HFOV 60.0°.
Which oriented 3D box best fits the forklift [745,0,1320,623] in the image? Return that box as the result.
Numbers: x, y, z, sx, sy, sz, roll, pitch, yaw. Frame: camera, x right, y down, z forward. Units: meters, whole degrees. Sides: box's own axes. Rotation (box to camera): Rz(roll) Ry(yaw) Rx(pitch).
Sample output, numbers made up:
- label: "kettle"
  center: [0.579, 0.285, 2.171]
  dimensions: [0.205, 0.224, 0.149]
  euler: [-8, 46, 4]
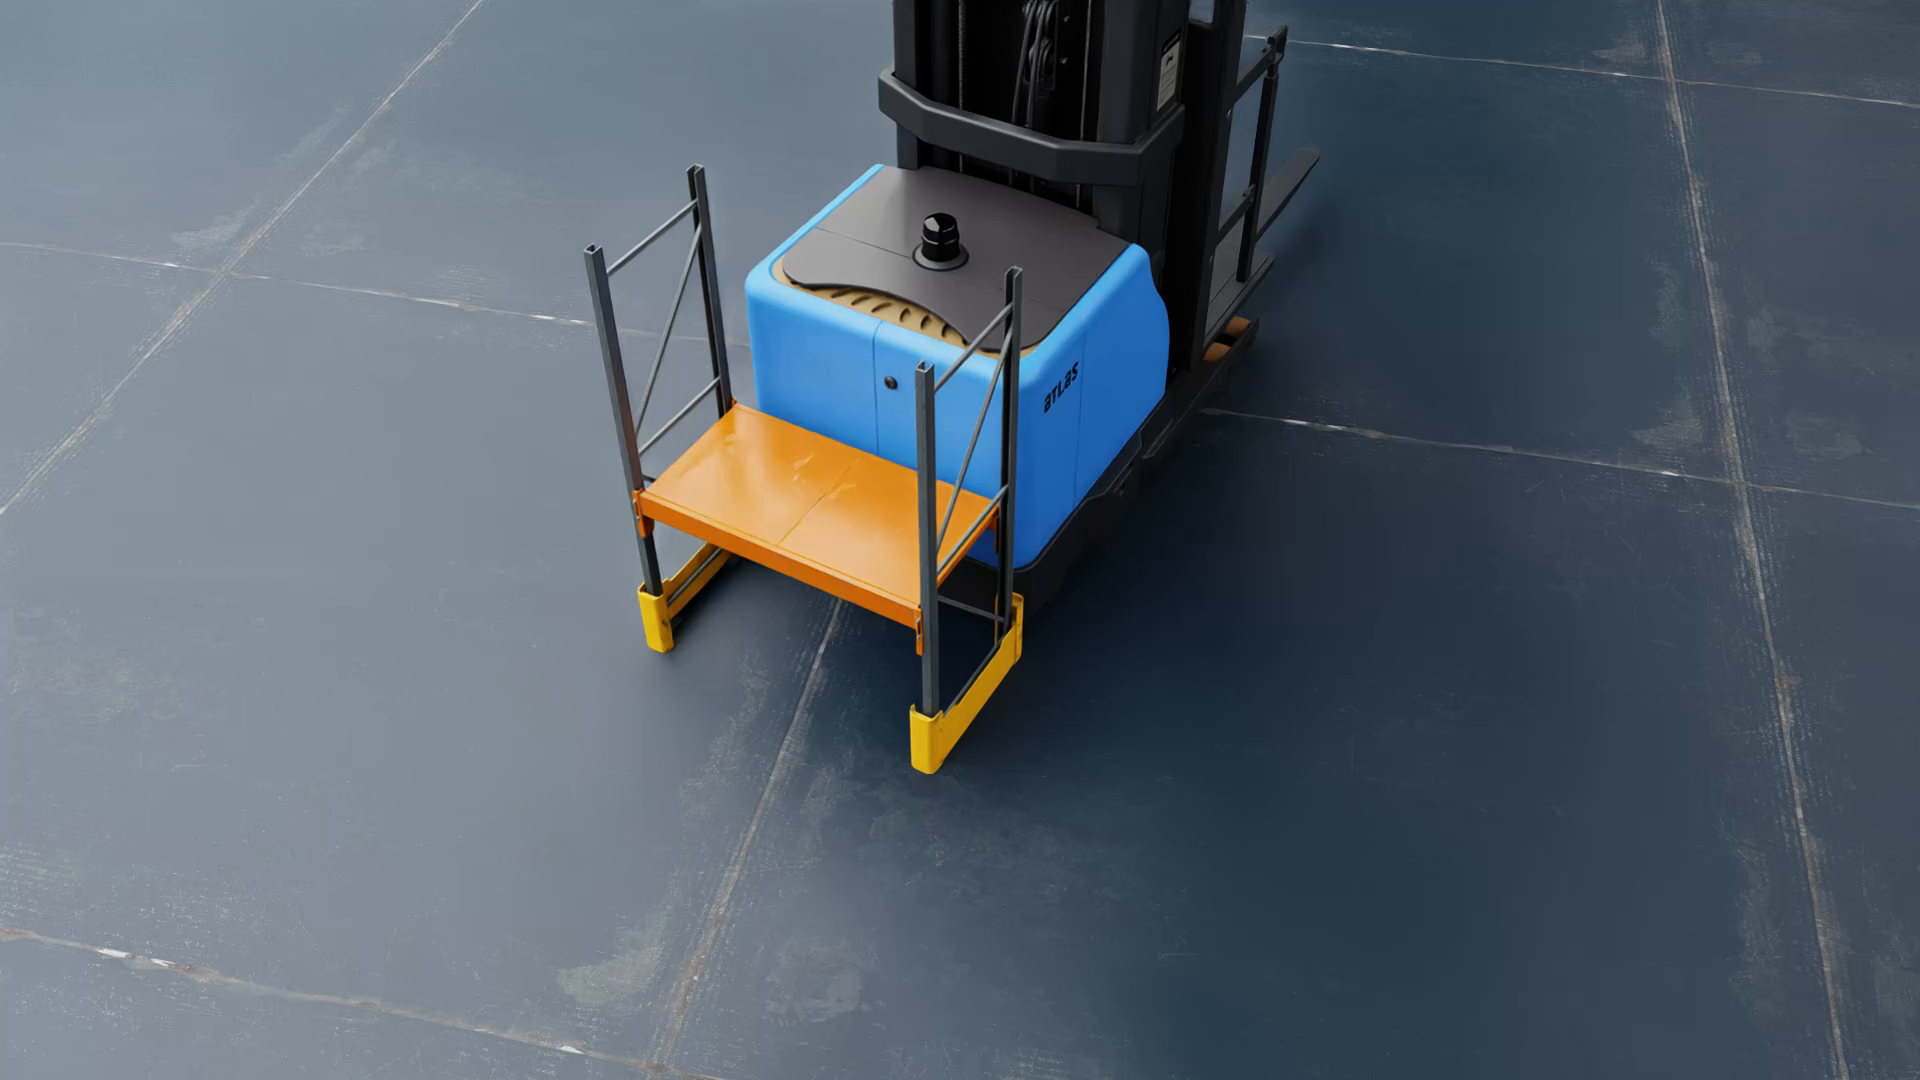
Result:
- label: "forklift"
  center: [0.504, -1.792, 5.498]
  dimensions: [1.130, 2.935, 3.031]
  euler: [22, 48, 21]

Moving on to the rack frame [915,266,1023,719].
- label: "rack frame"
  center: [0.027, -0.018, 4.688]
  dimensions: [0.032, 1.500, 0.500]
  euler: [22, 48, 21]

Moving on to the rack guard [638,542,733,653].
- label: "rack guard"
  center: [-0.840, 0.090, 5.476]
  dimensions: [0.087, 0.250, 0.587]
  euler: [22, 48, 21]

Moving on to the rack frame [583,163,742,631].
- label: "rack frame"
  center: [-0.857, -0.367, 5.049]
  dimensions: [0.032, 1.500, 0.500]
  euler: [22, 48, 21]

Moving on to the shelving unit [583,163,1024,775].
- label: "shelving unit"
  center: [-0.407, -0.189, 4.865]
  dimensions: [1.083, 1.500, 0.587]
  euler: [22, 48, 21]

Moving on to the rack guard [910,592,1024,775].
- label: "rack guard"
  center: [0.026, 0.432, 5.121]
  dimensions: [0.087, 0.250, 0.587]
  euler: [22, 48, 21]

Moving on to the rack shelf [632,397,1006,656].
- label: "rack shelf"
  center: [-0.415, -0.063, 4.993]
  dimensions: [1.000, 0.185, 0.538]
  euler: [22, 48, 21]
